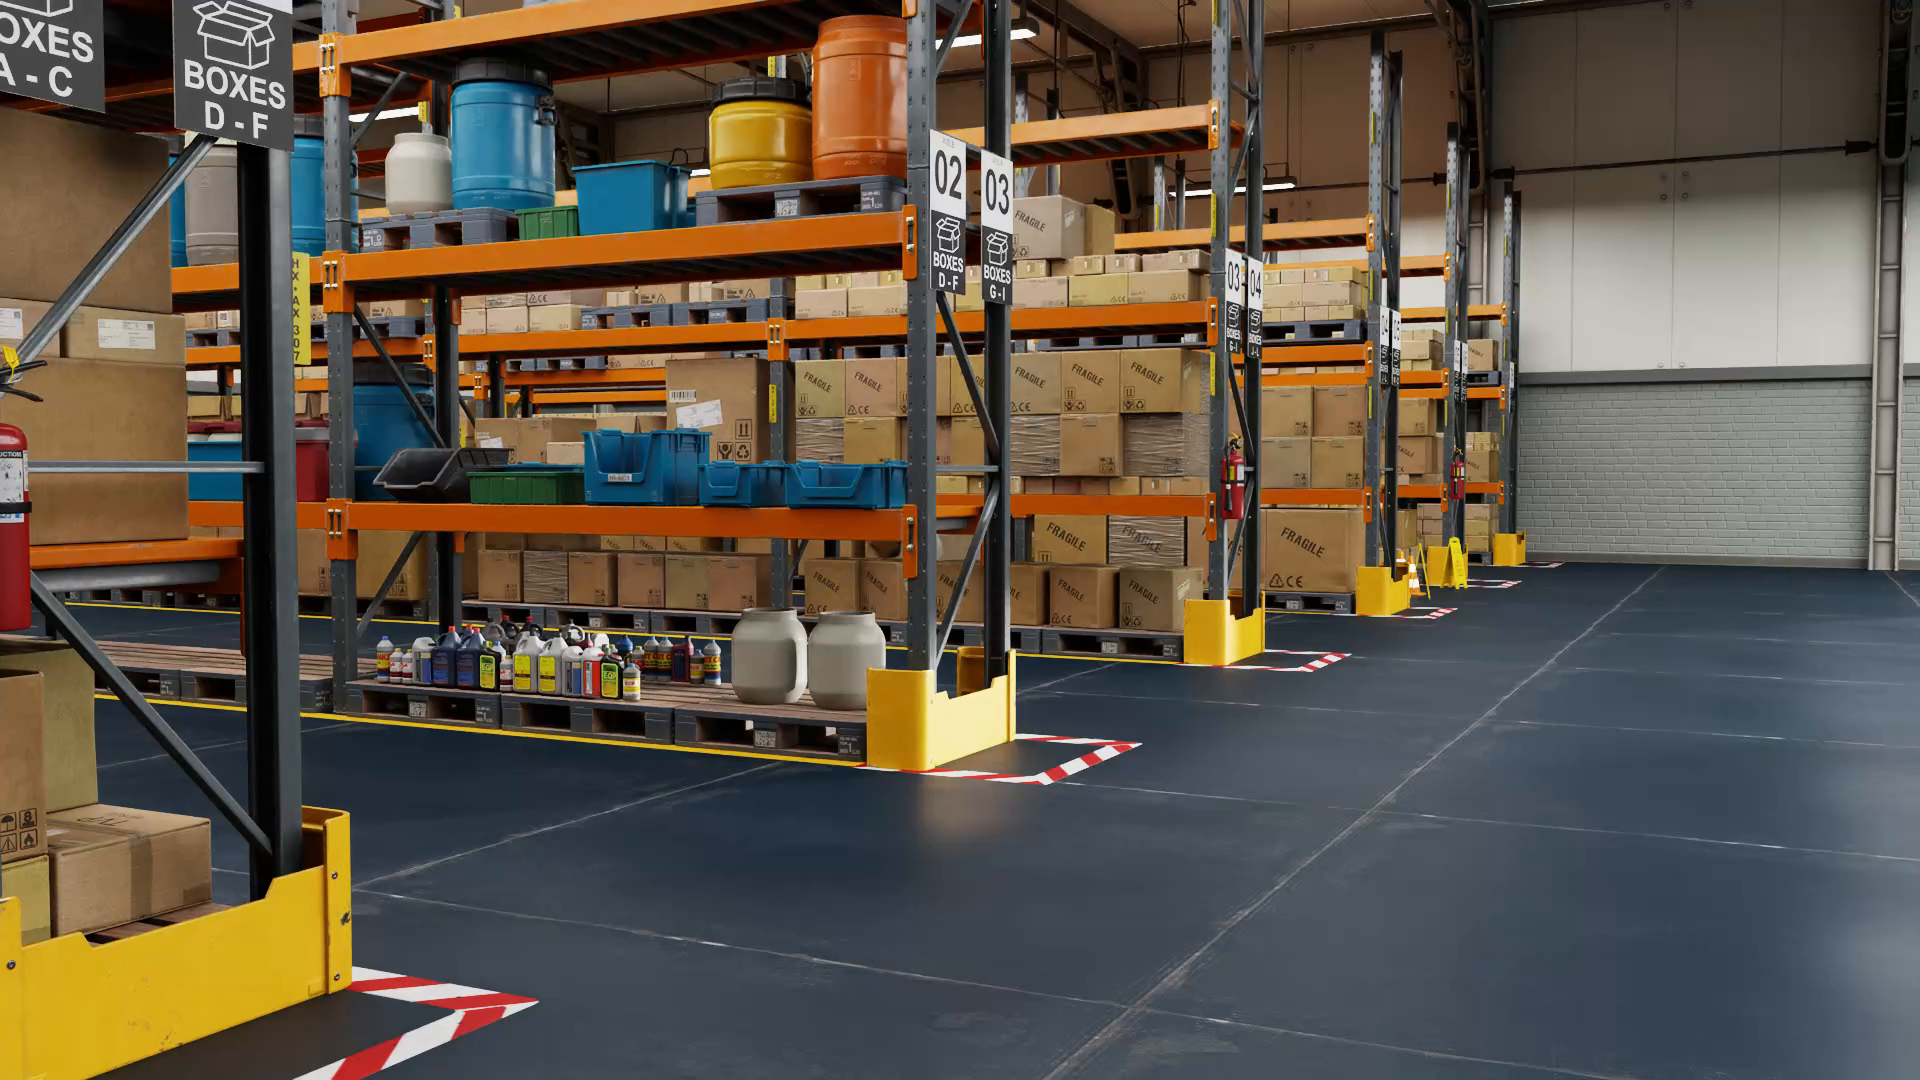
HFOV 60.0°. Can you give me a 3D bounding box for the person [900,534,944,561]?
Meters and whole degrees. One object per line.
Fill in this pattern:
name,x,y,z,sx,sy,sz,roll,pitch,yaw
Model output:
person,-0.422,-0.119,16.950,0.531,1.794,0.552,0,2,-4
